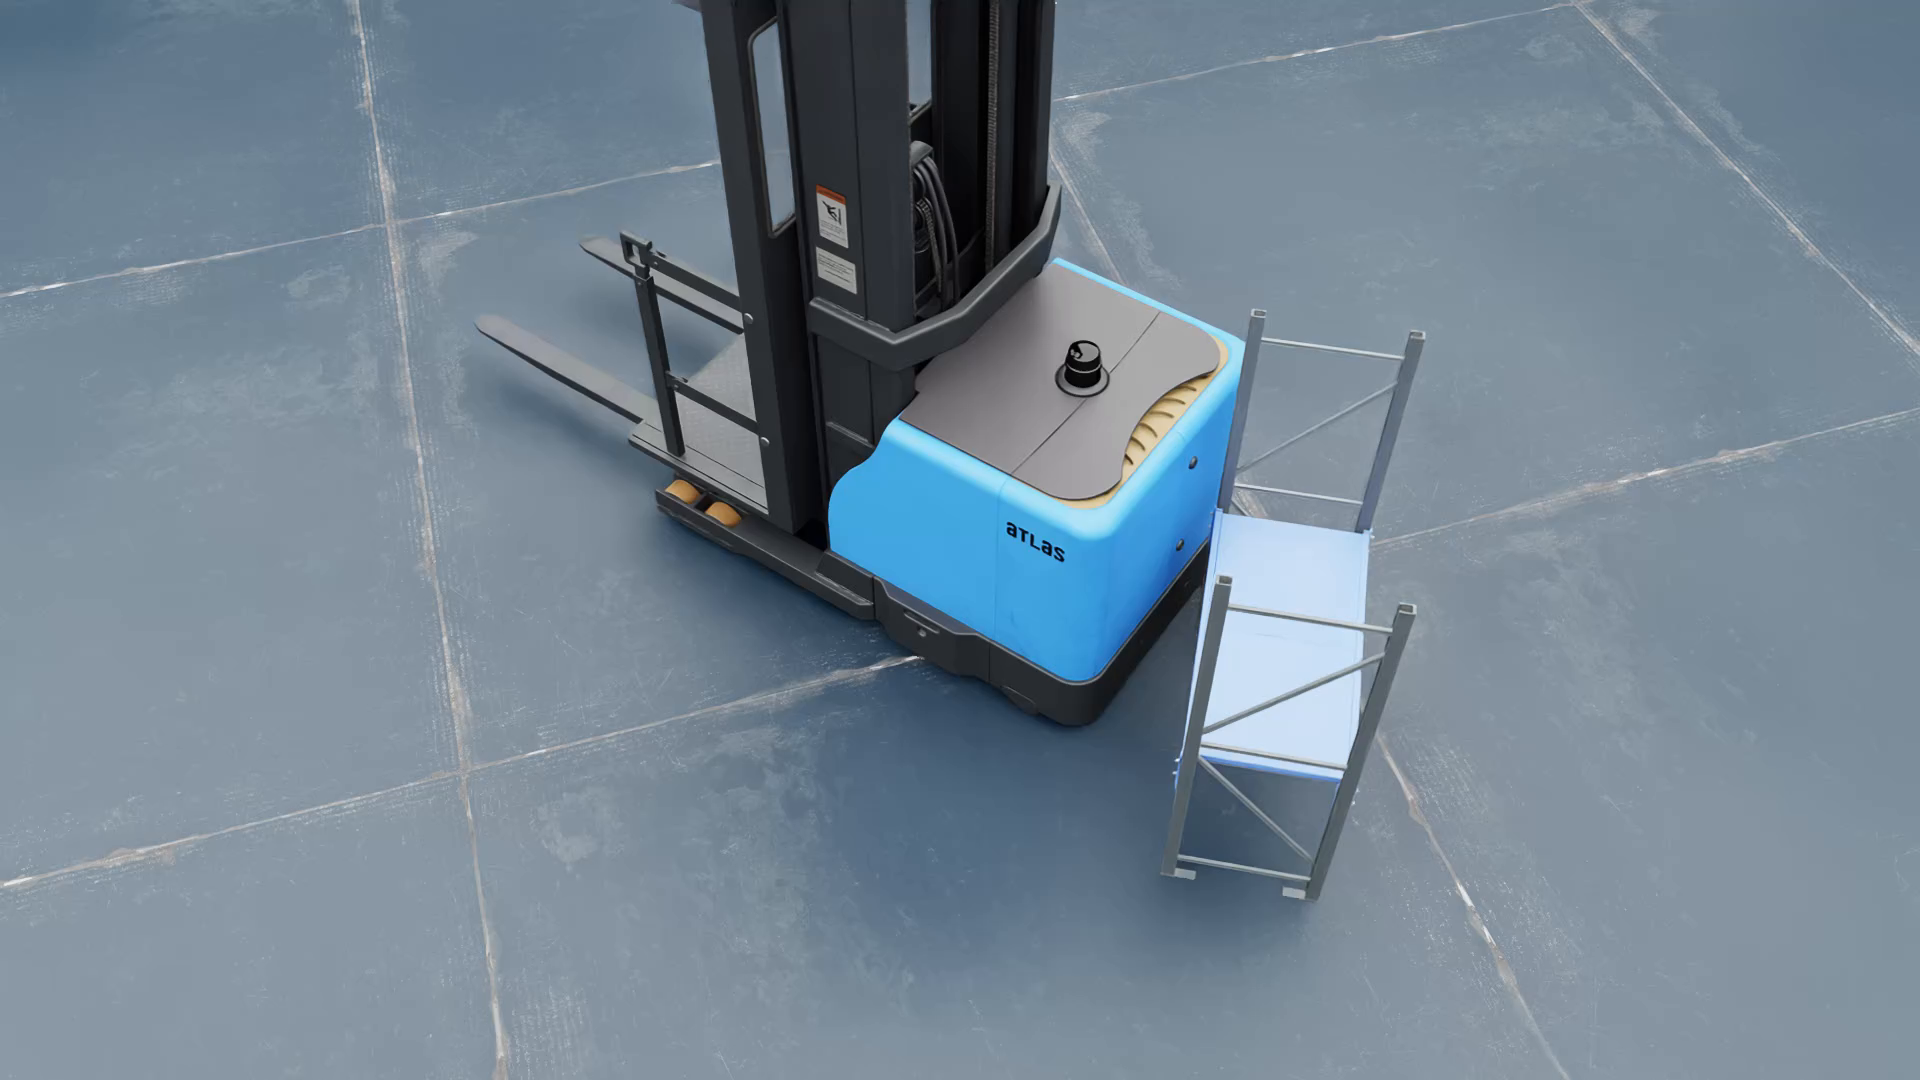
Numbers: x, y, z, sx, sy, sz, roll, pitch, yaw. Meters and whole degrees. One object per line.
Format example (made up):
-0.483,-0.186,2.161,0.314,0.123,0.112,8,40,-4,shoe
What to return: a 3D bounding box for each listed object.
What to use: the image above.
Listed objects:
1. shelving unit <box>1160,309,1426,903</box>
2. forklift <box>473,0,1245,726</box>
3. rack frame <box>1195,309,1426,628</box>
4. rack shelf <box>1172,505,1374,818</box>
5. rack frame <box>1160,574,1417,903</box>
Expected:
0.993,0.238,5.068,0.538,1.500,1.048,9,50,7,shelving unit
-0.531,-1.228,5.368,3.031,2.935,1.130,28,55,22,forklift
1.094,-0.143,5.389,0.500,1.500,0.032,9,50,7,rack frame
0.993,0.354,5.206,0.538,0.185,1.000,9,50,7,rack shelf
0.892,0.619,4.747,0.500,1.500,0.032,9,50,7,rack frame
